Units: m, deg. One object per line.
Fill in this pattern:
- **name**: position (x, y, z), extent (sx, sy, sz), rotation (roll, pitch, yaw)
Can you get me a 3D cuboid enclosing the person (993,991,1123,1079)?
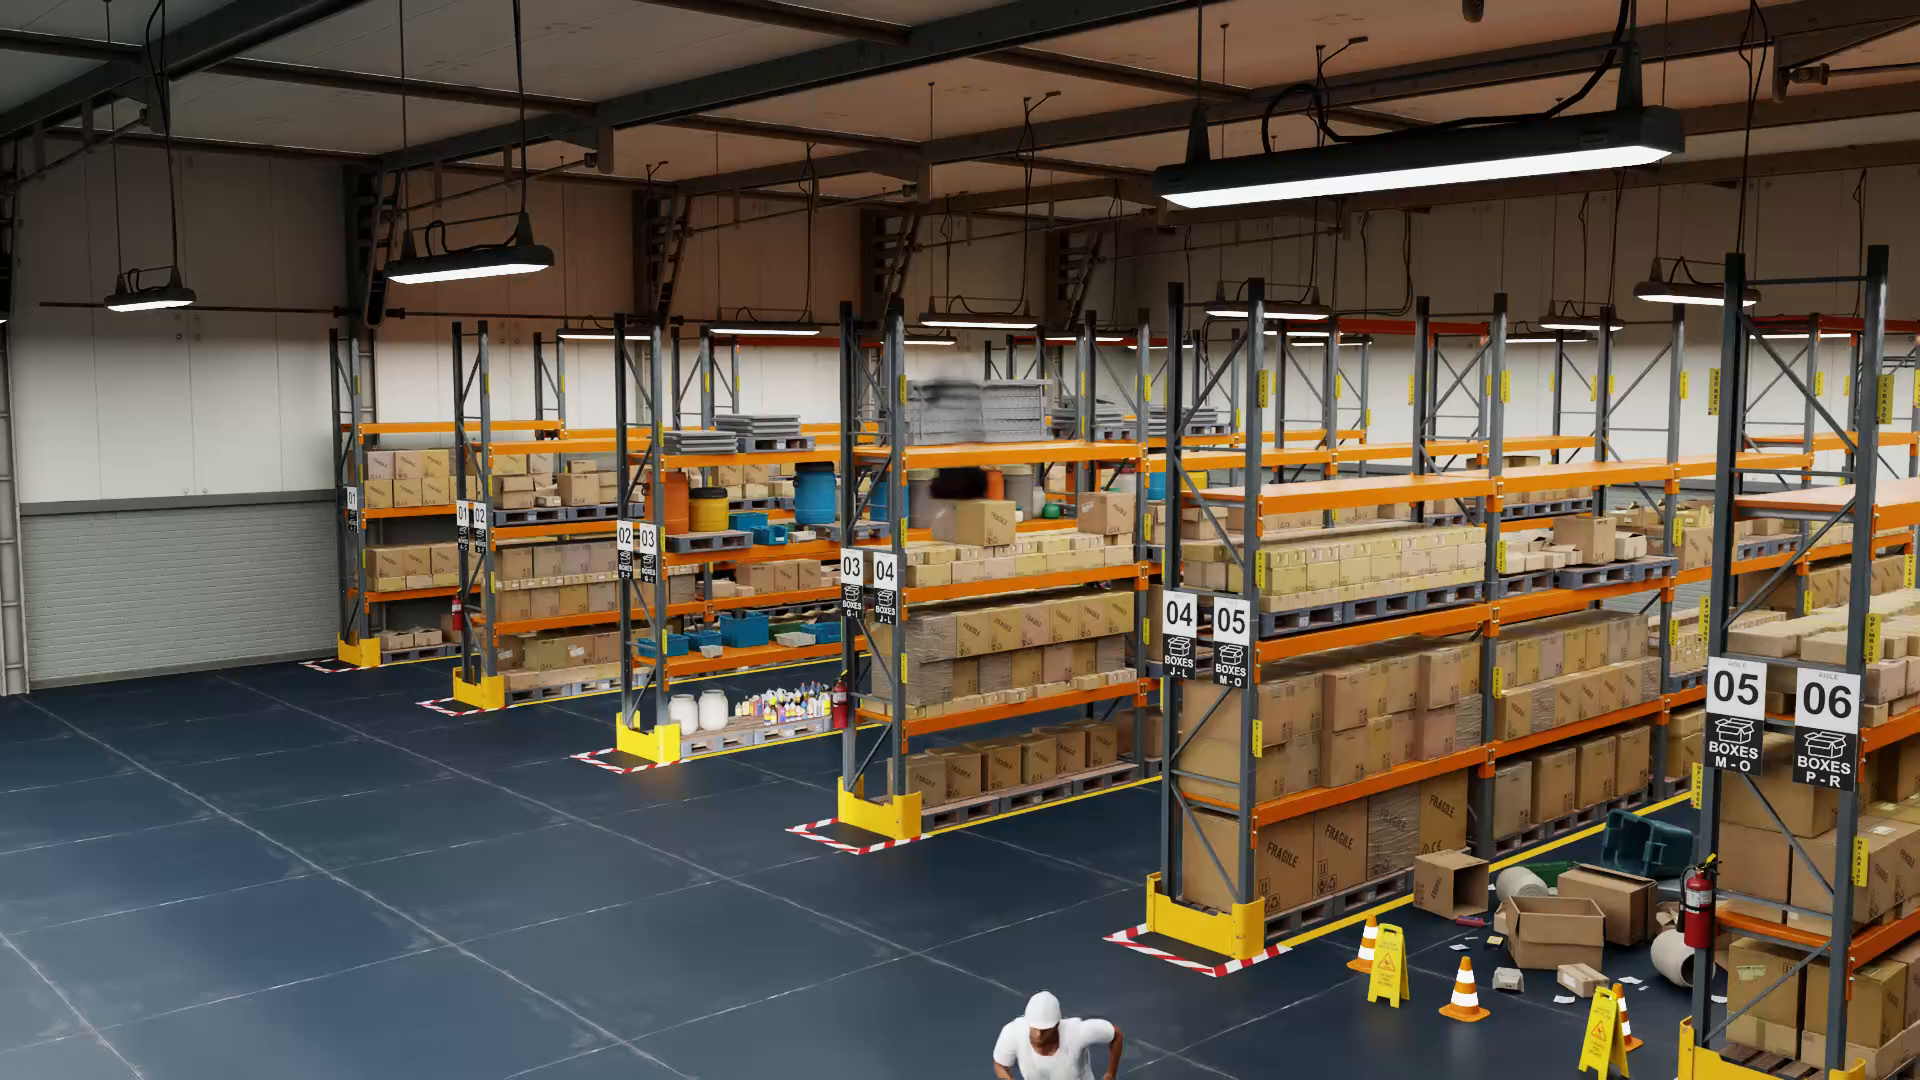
- **person**: position (0.590, 3.391, 9.852), extent (0.747, 1.717, 1.044), rotation (2, 6, 16)
